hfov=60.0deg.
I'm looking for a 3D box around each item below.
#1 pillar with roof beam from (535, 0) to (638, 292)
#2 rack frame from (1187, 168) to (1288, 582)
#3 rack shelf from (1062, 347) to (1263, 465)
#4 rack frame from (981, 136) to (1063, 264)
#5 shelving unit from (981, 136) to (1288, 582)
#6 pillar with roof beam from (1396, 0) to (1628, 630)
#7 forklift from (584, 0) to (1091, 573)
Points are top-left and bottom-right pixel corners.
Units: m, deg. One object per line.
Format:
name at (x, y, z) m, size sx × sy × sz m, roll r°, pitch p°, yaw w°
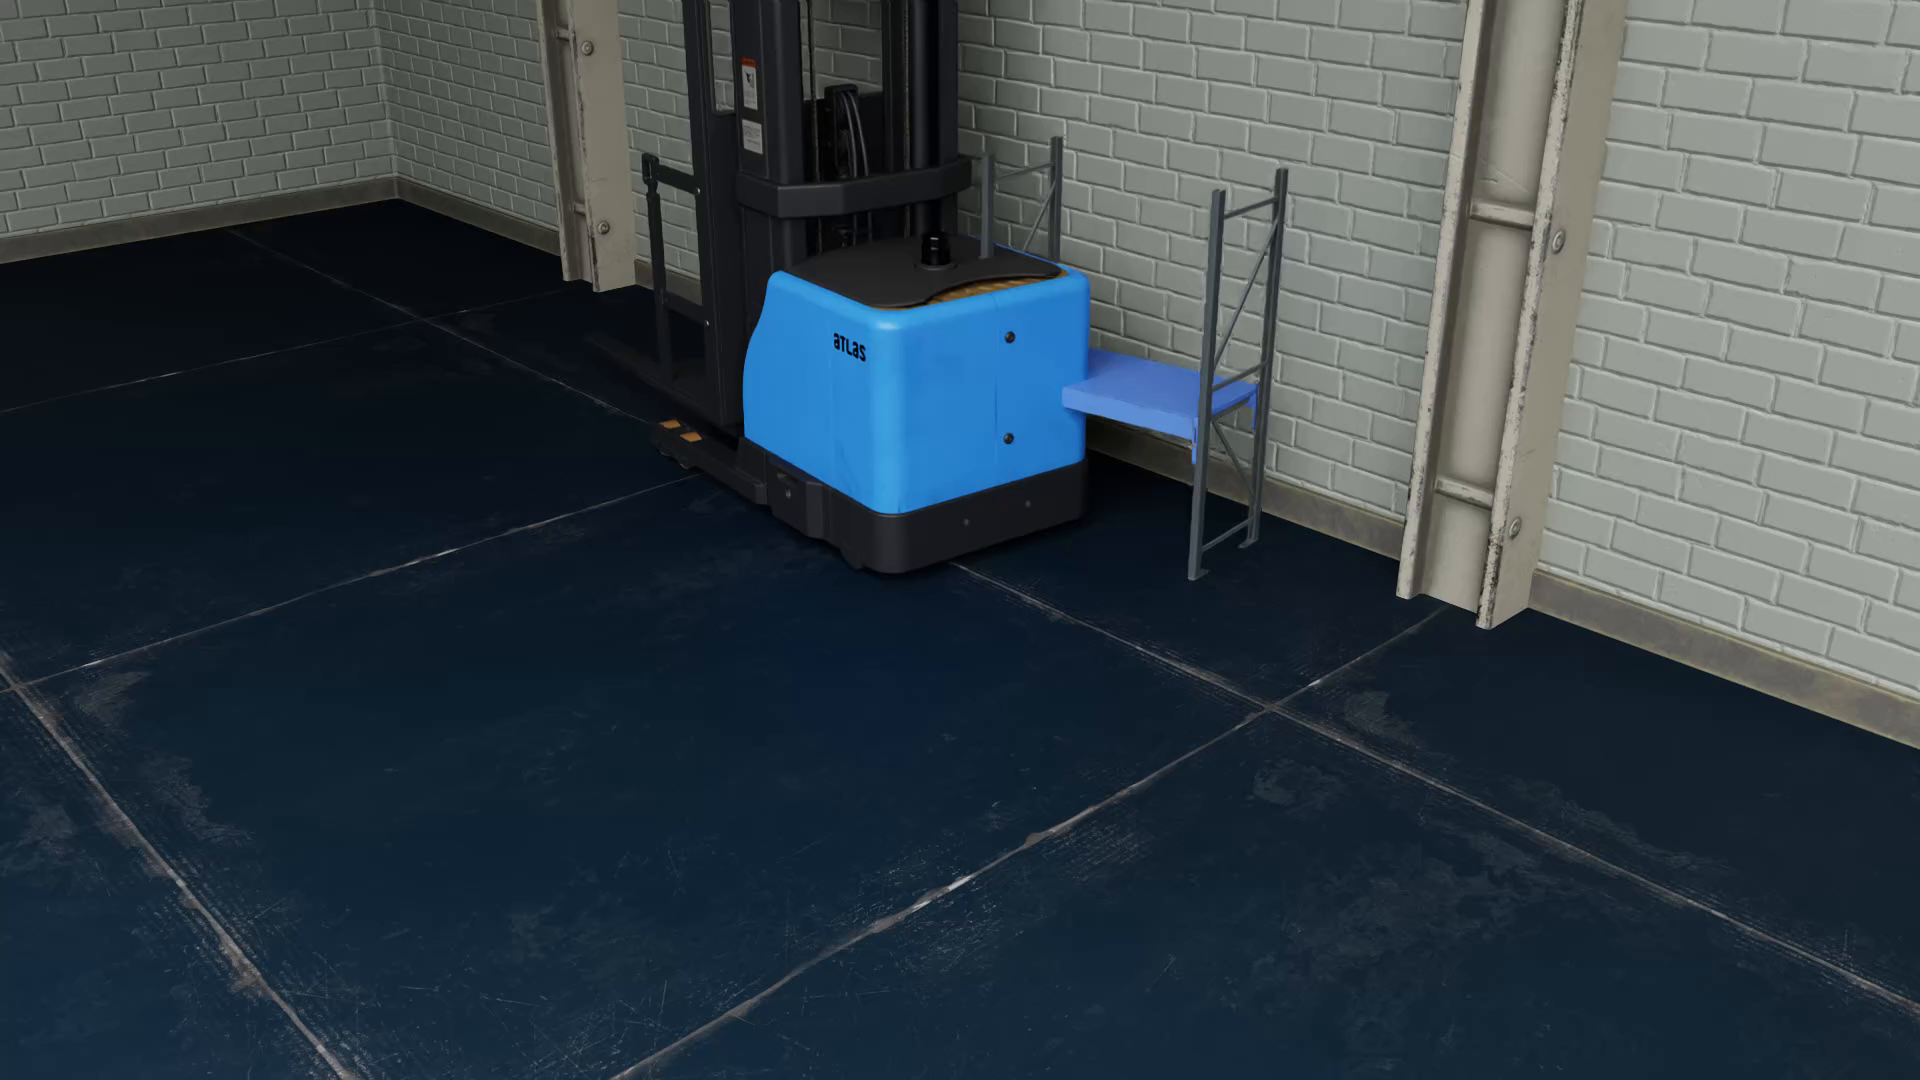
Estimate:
pillar with roof beam at (-5.350, -4.467, 5.700) m, size 9.100 × 9.000 × 0.400 m, roll -21°, pitch 32°, yaw -38°
rack frame at (1.044, -0.608, 6.268) m, size 0.032 × 1.500 × 0.500 m, roll 18°, pitch 30°, yaw 35°
rack shelf at (0.646, -0.573, 6.630) m, size 1.000 × 0.185 × 0.538 m, roll 18°, pitch 30°, yaw 35°
rack frame at (0.248, -0.867, 6.846) m, size 0.032 × 1.500 × 0.500 m, roll 18°, pitch 30°, yaw 35°
shelving unit at (0.646, -0.738, 6.557) m, size 1.048 × 1.500 × 0.538 m, roll 18°, pitch 30°, yaw 35°
pillar with roof beam at (-1.249, -2.649, 1.715) m, size 9.100 × 9.000 × 0.400 m, roll -21°, pitch 32°, yaw -38°
forklift at (-0.757, -1.757, 7.070) m, size 1.130 × 2.935 × 3.031 m, roll -17°, pitch 30°, yaw -33°
